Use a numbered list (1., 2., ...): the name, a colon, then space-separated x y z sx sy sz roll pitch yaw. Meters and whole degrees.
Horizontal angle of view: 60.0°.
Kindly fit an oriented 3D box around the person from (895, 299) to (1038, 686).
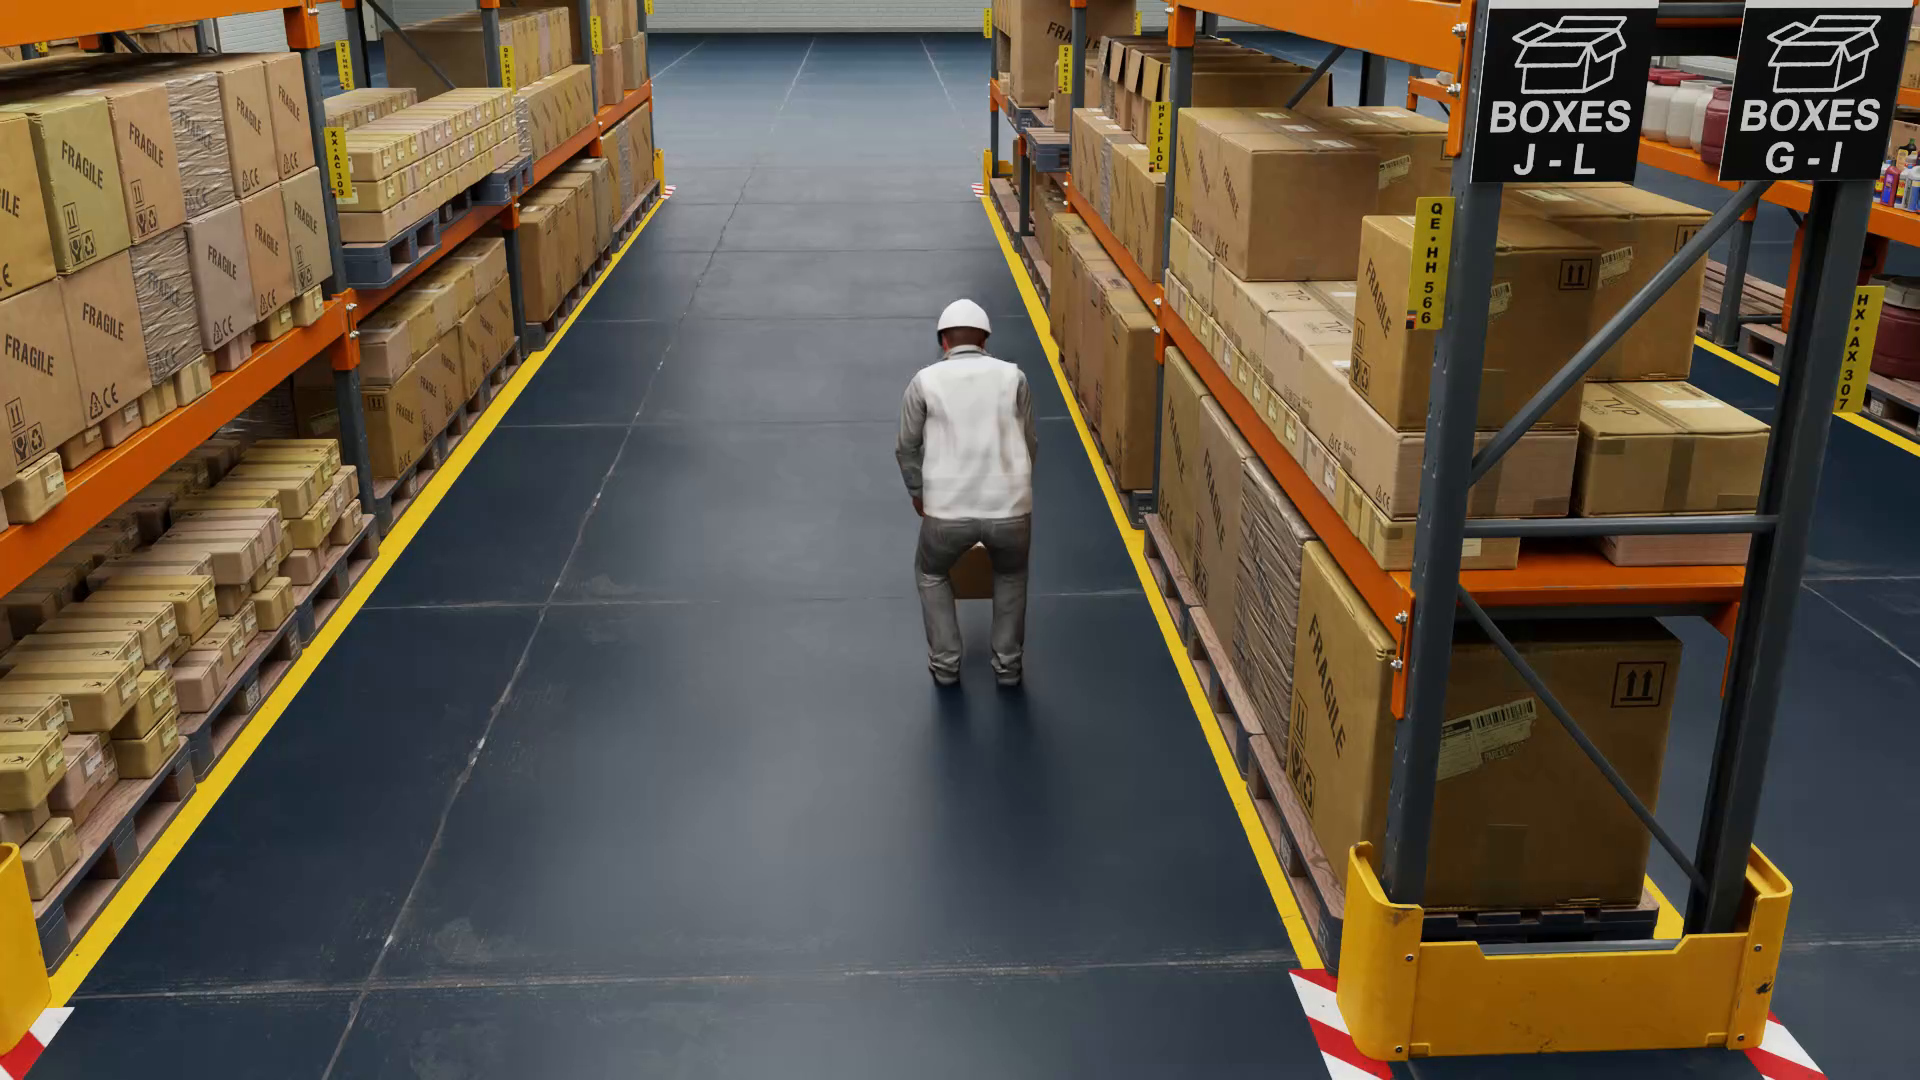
1. person: 0.029 -0.172 6.827 0.588 1.560 0.671 -1 20 -3
